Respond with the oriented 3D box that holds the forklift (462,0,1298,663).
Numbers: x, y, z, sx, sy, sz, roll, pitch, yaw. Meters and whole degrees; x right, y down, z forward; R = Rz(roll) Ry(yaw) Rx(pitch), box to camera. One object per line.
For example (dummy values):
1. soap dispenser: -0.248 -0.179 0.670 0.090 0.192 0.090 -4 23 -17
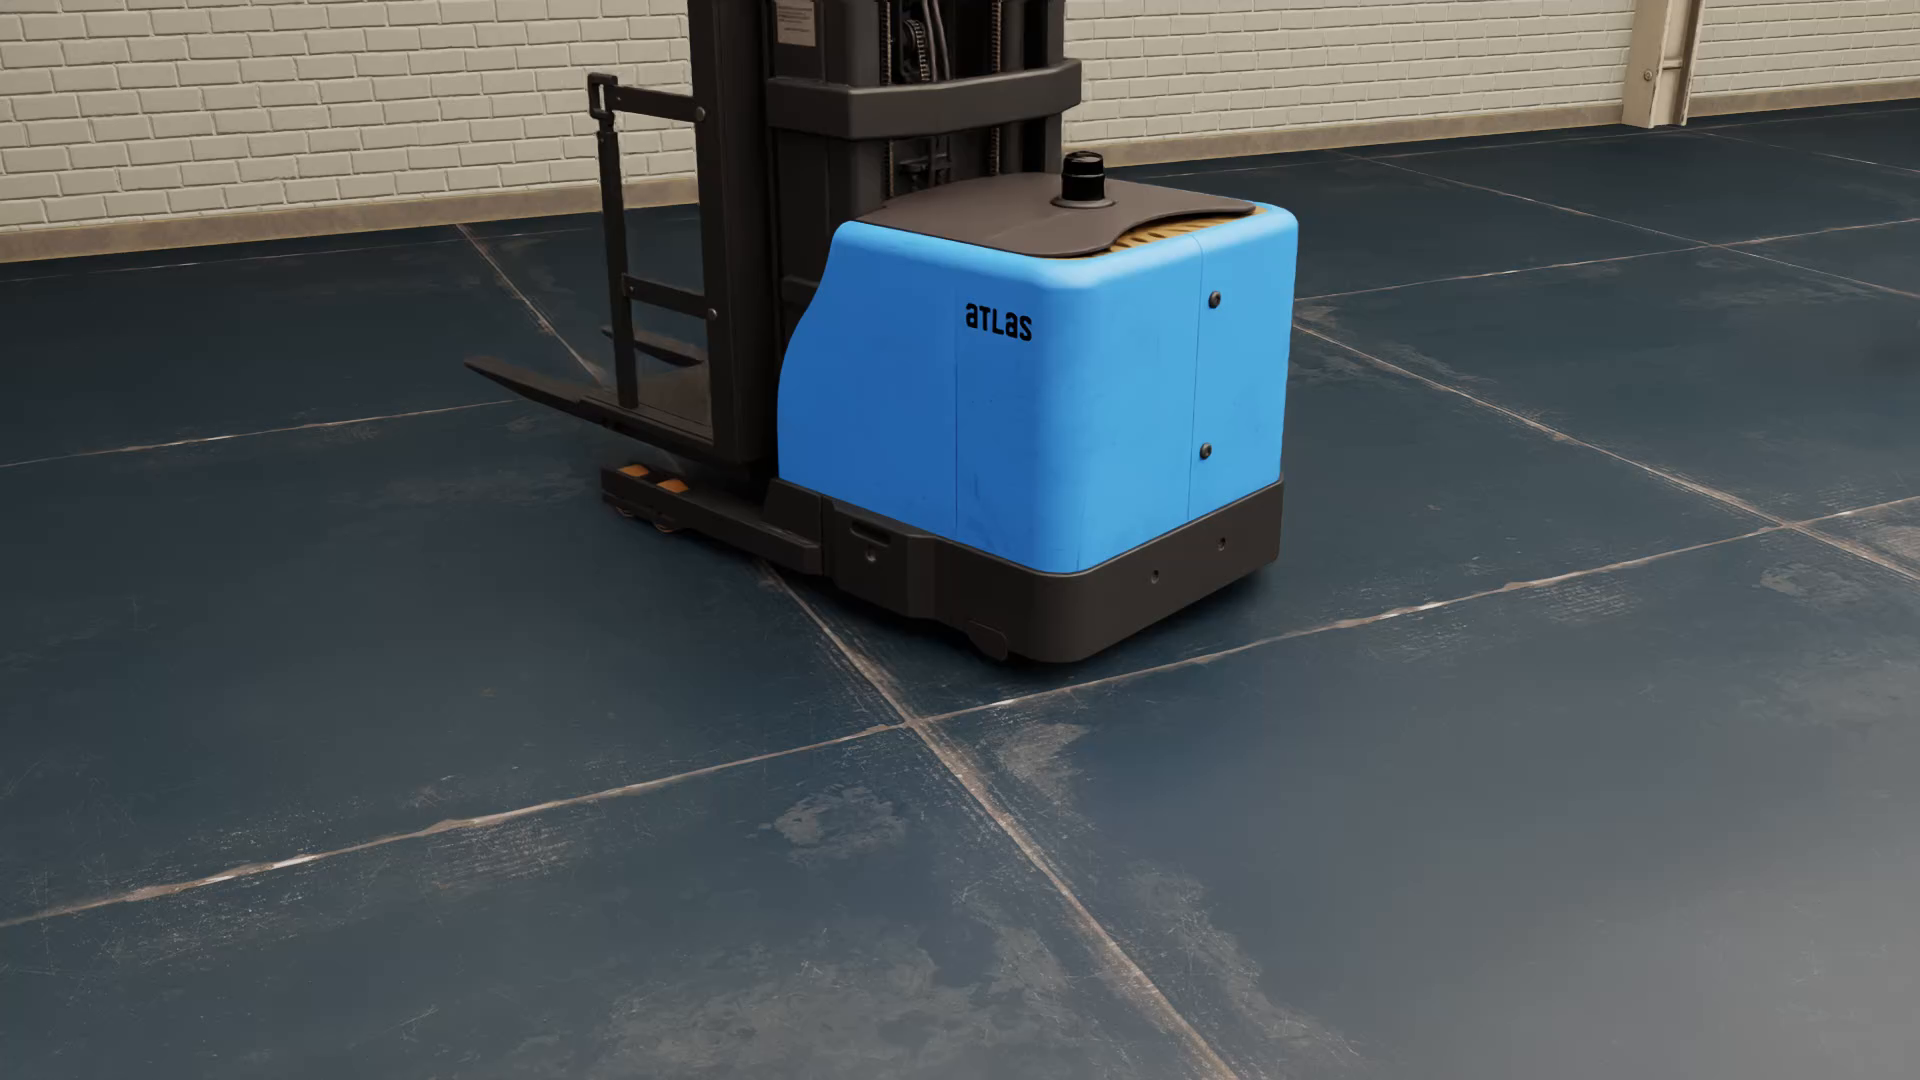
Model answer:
1. forklift: -0.497 -1.504 4.906 3.031 2.935 1.130 20 30 39
